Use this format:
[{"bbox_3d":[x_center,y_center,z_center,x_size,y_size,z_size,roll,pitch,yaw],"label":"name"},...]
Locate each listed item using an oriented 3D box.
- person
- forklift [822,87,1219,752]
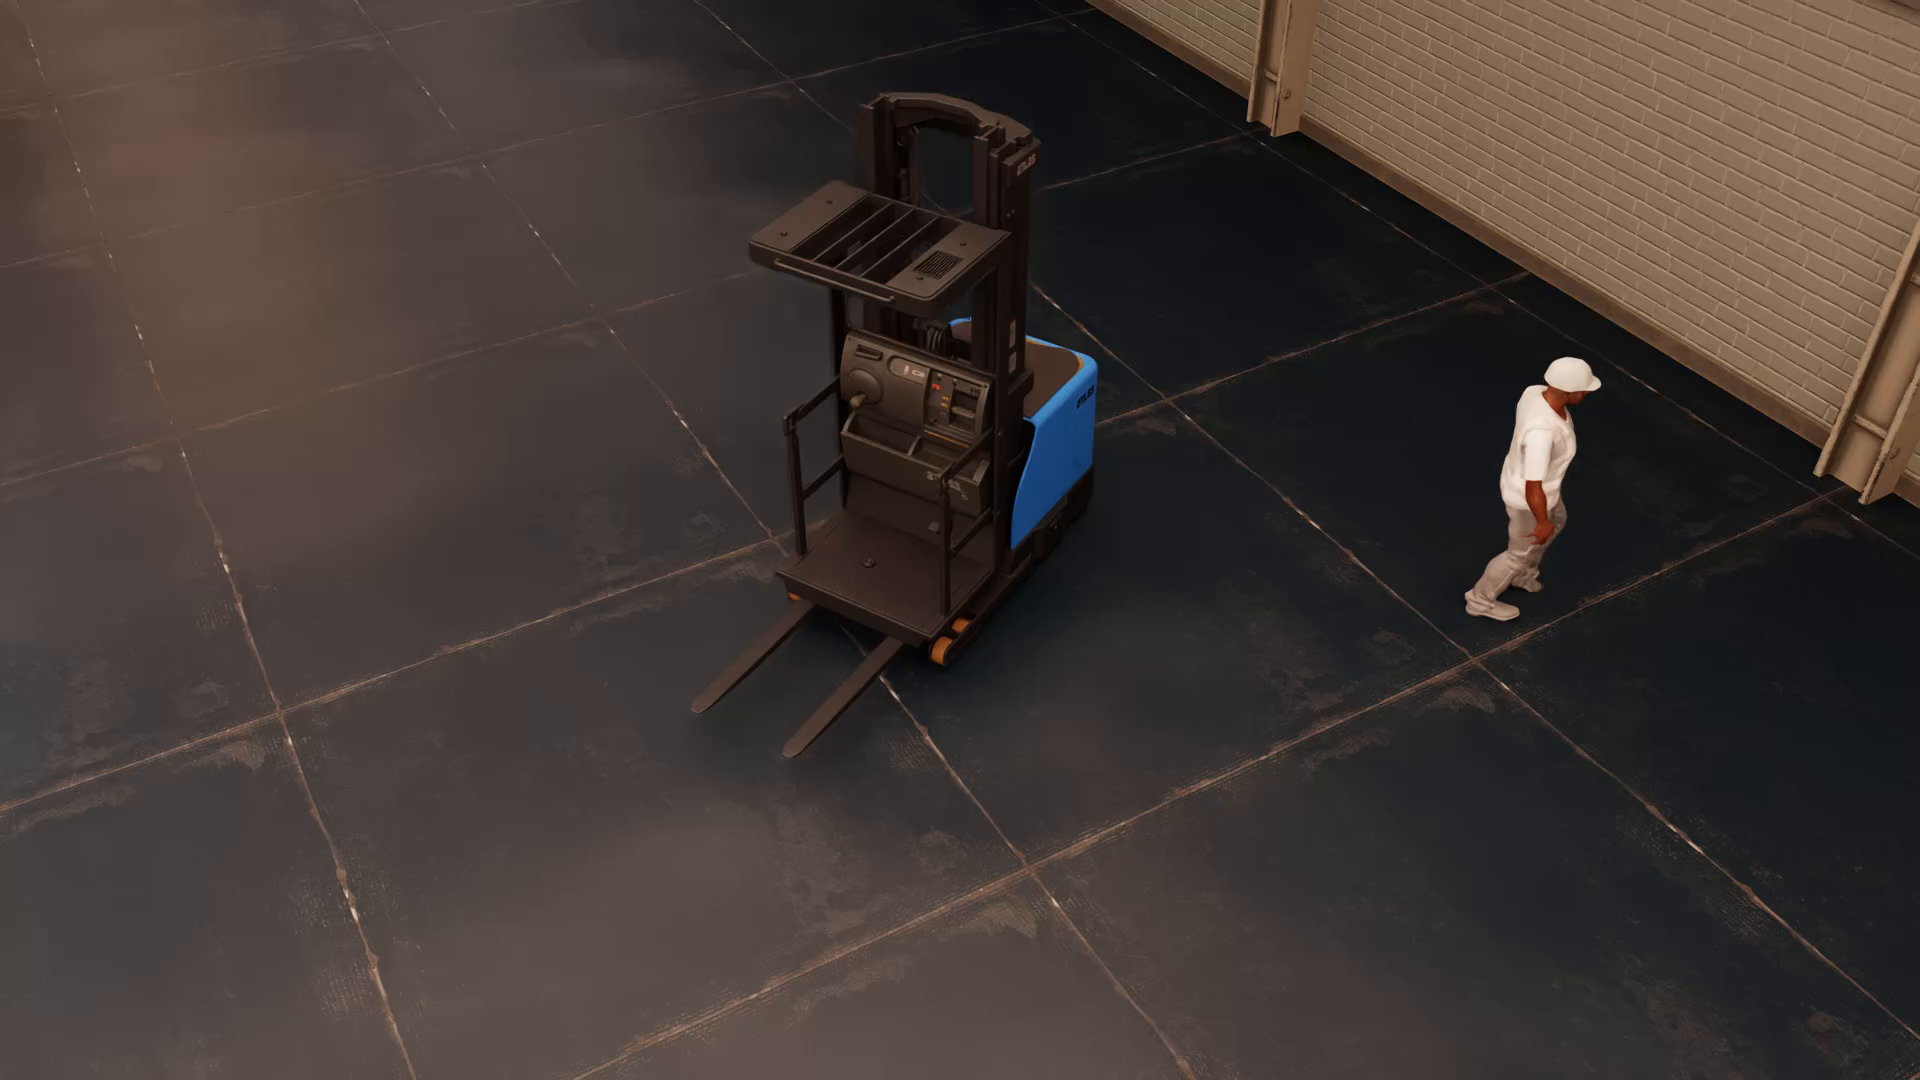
[{"bbox_3d":[3.273,-0.282,9.298,0.463,1.758,0.626,6,40,8],"label":"person"},{"bbox_3d":[0.331,-0.792,8.992,1.130,2.935,3.031,-21,44,-23],"label":"forklift"}]
